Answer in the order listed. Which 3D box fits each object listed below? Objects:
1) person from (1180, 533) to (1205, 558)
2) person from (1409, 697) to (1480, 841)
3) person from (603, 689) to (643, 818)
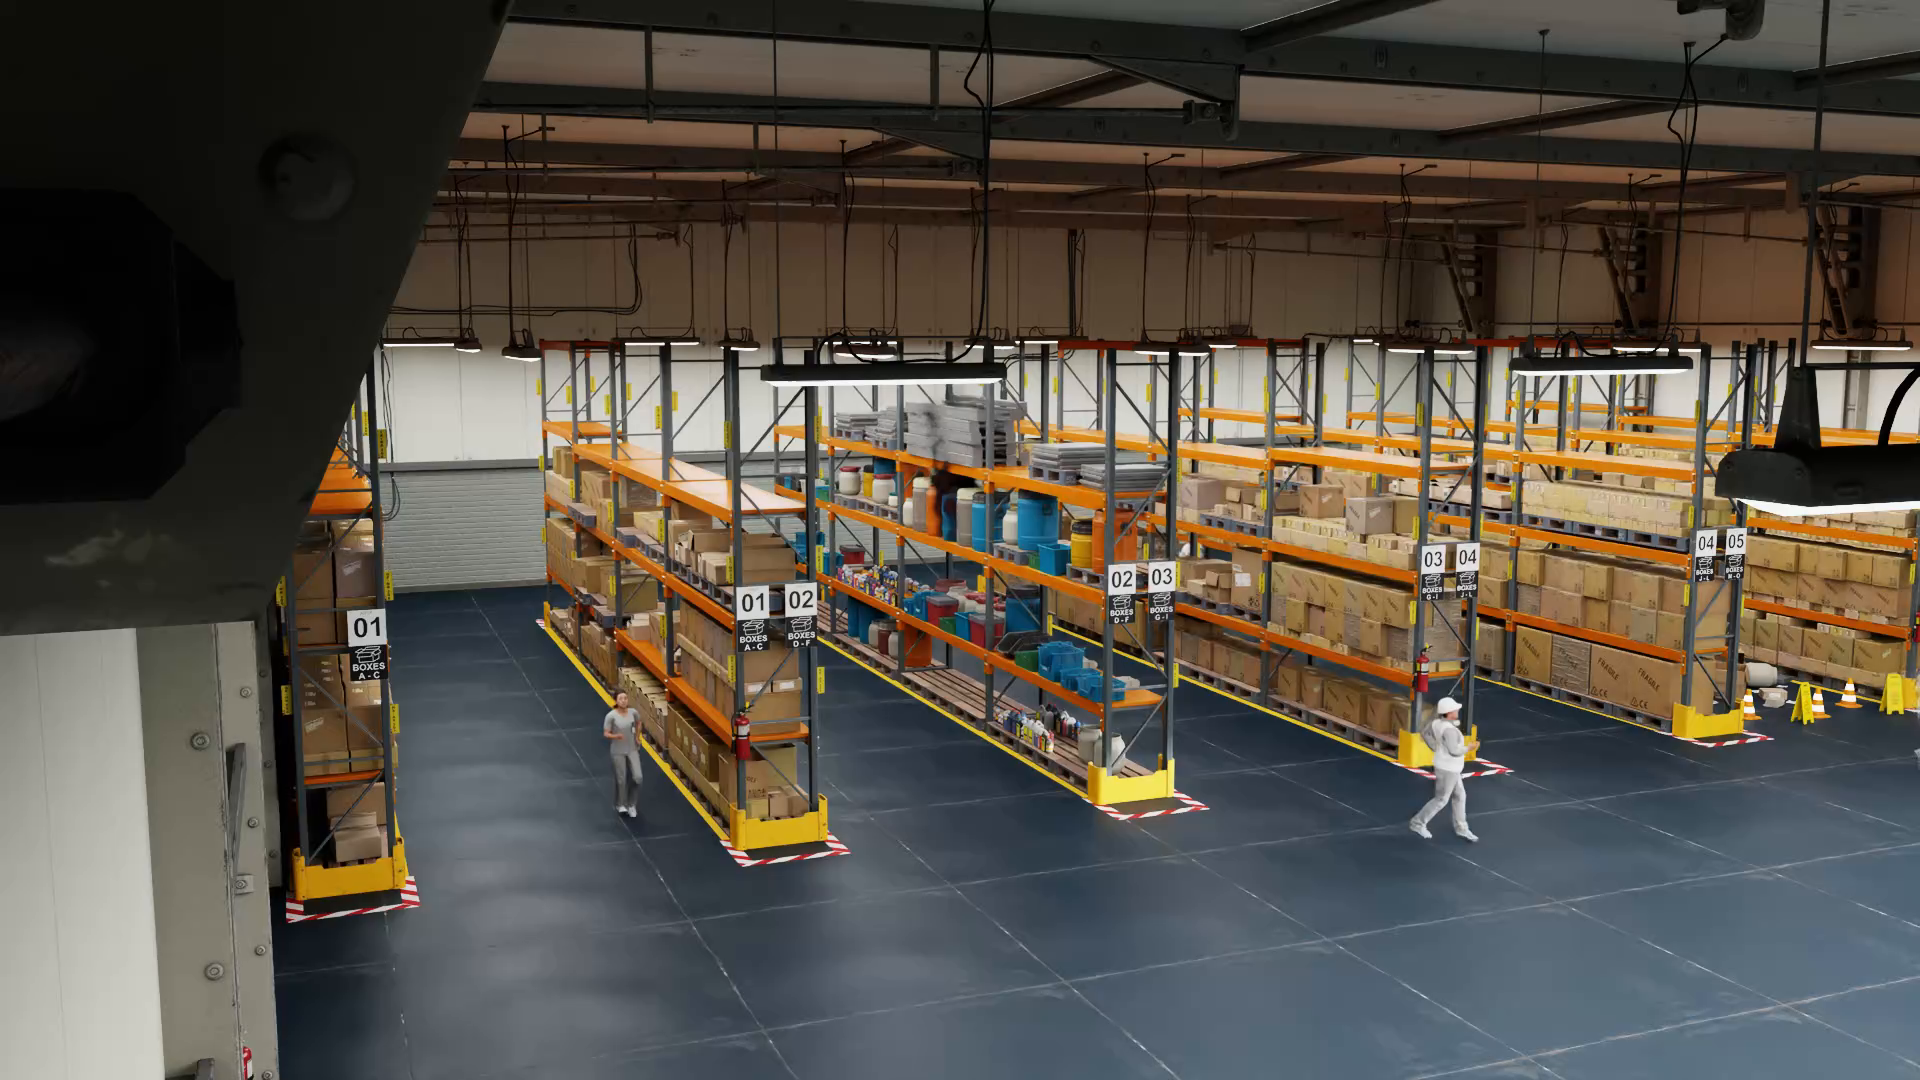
[{"bbox_3d":[5.220,0.669,36.863,0.684,1.755,0.639,-3,8,-19],"label":"person"},{"bbox_3d":[5.936,2.808,20.287,0.854,1.811,0.651,1,7,7],"label":"person"},{"bbox_3d":[-4.288,2.747,21.321,0.546,1.678,0.641,-4,8,-26],"label":"person"}]
